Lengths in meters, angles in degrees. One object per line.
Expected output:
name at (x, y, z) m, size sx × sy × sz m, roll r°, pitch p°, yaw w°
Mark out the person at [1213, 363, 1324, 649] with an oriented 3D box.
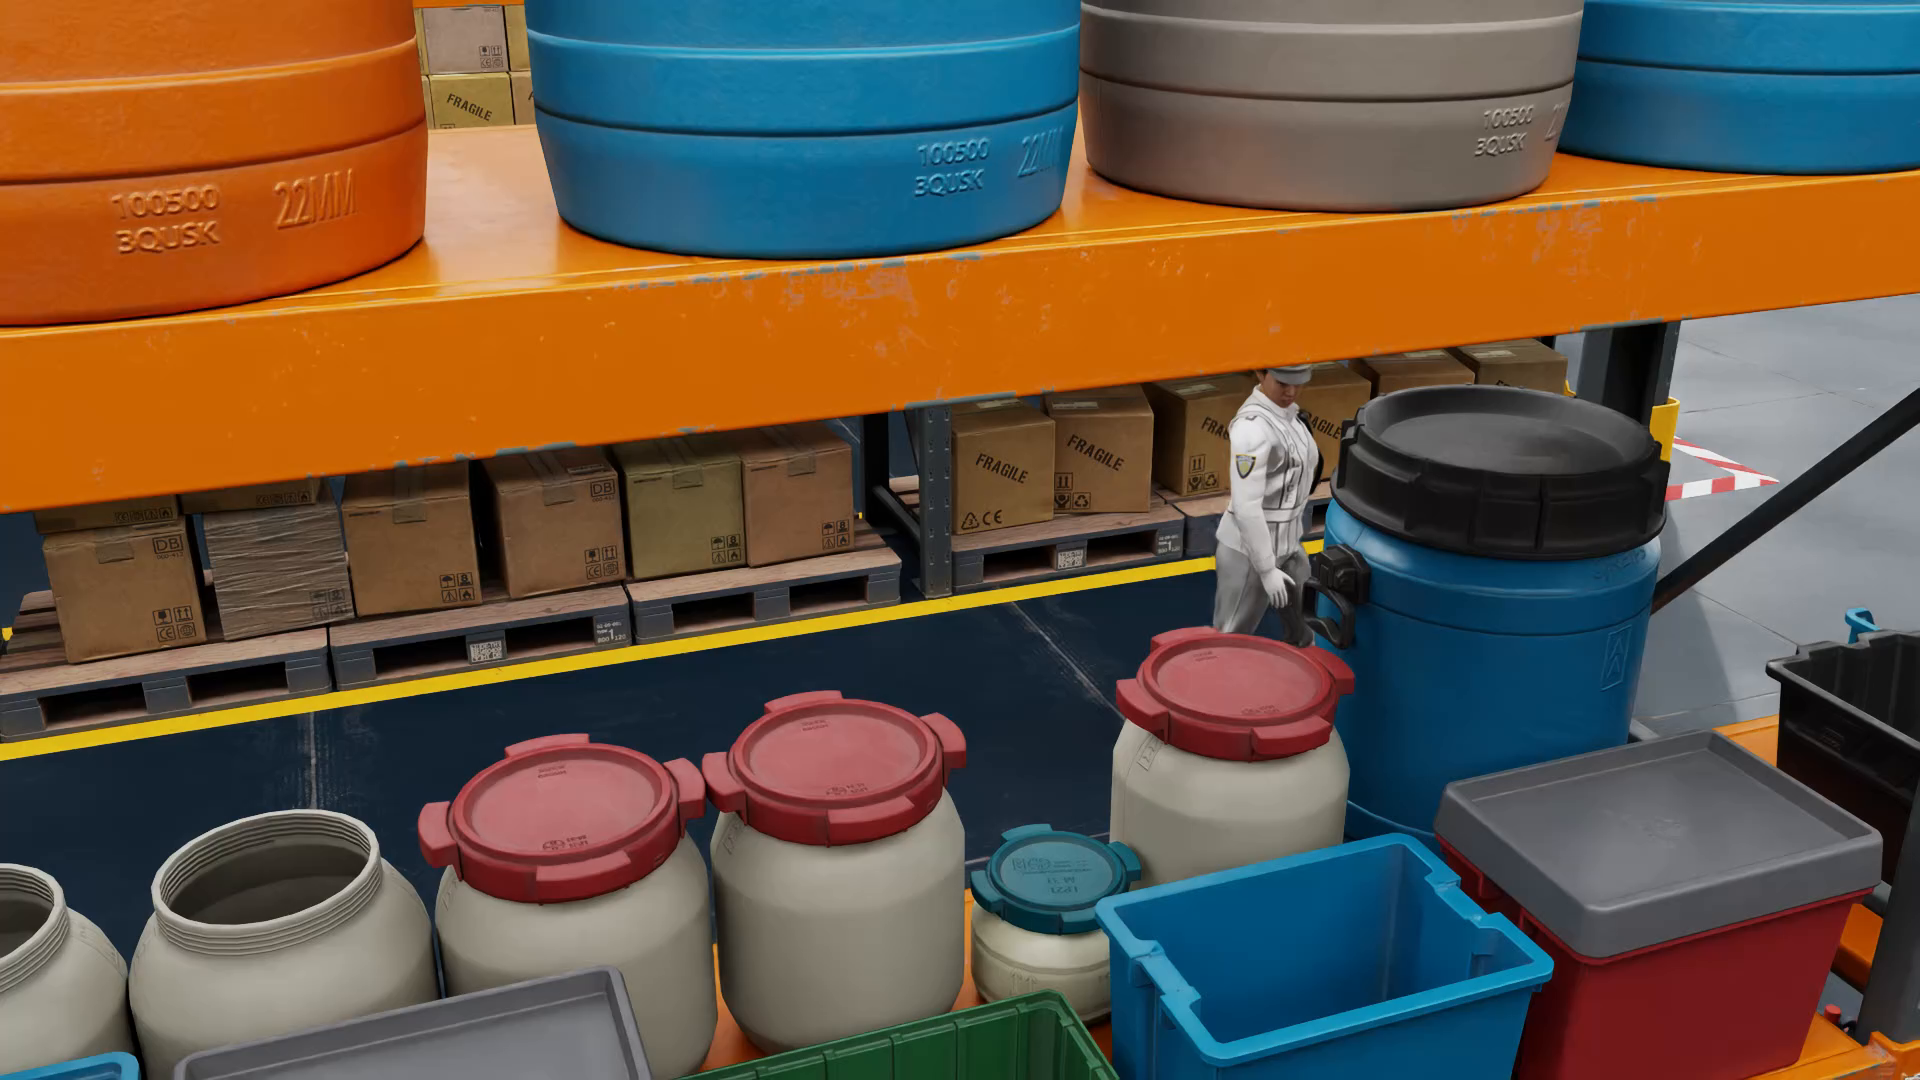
person at (1.123, 0.036, 5.995) m, size 0.868 × 1.631 × 0.518 m, roll 10°, pitch 25°, yaw 22°
